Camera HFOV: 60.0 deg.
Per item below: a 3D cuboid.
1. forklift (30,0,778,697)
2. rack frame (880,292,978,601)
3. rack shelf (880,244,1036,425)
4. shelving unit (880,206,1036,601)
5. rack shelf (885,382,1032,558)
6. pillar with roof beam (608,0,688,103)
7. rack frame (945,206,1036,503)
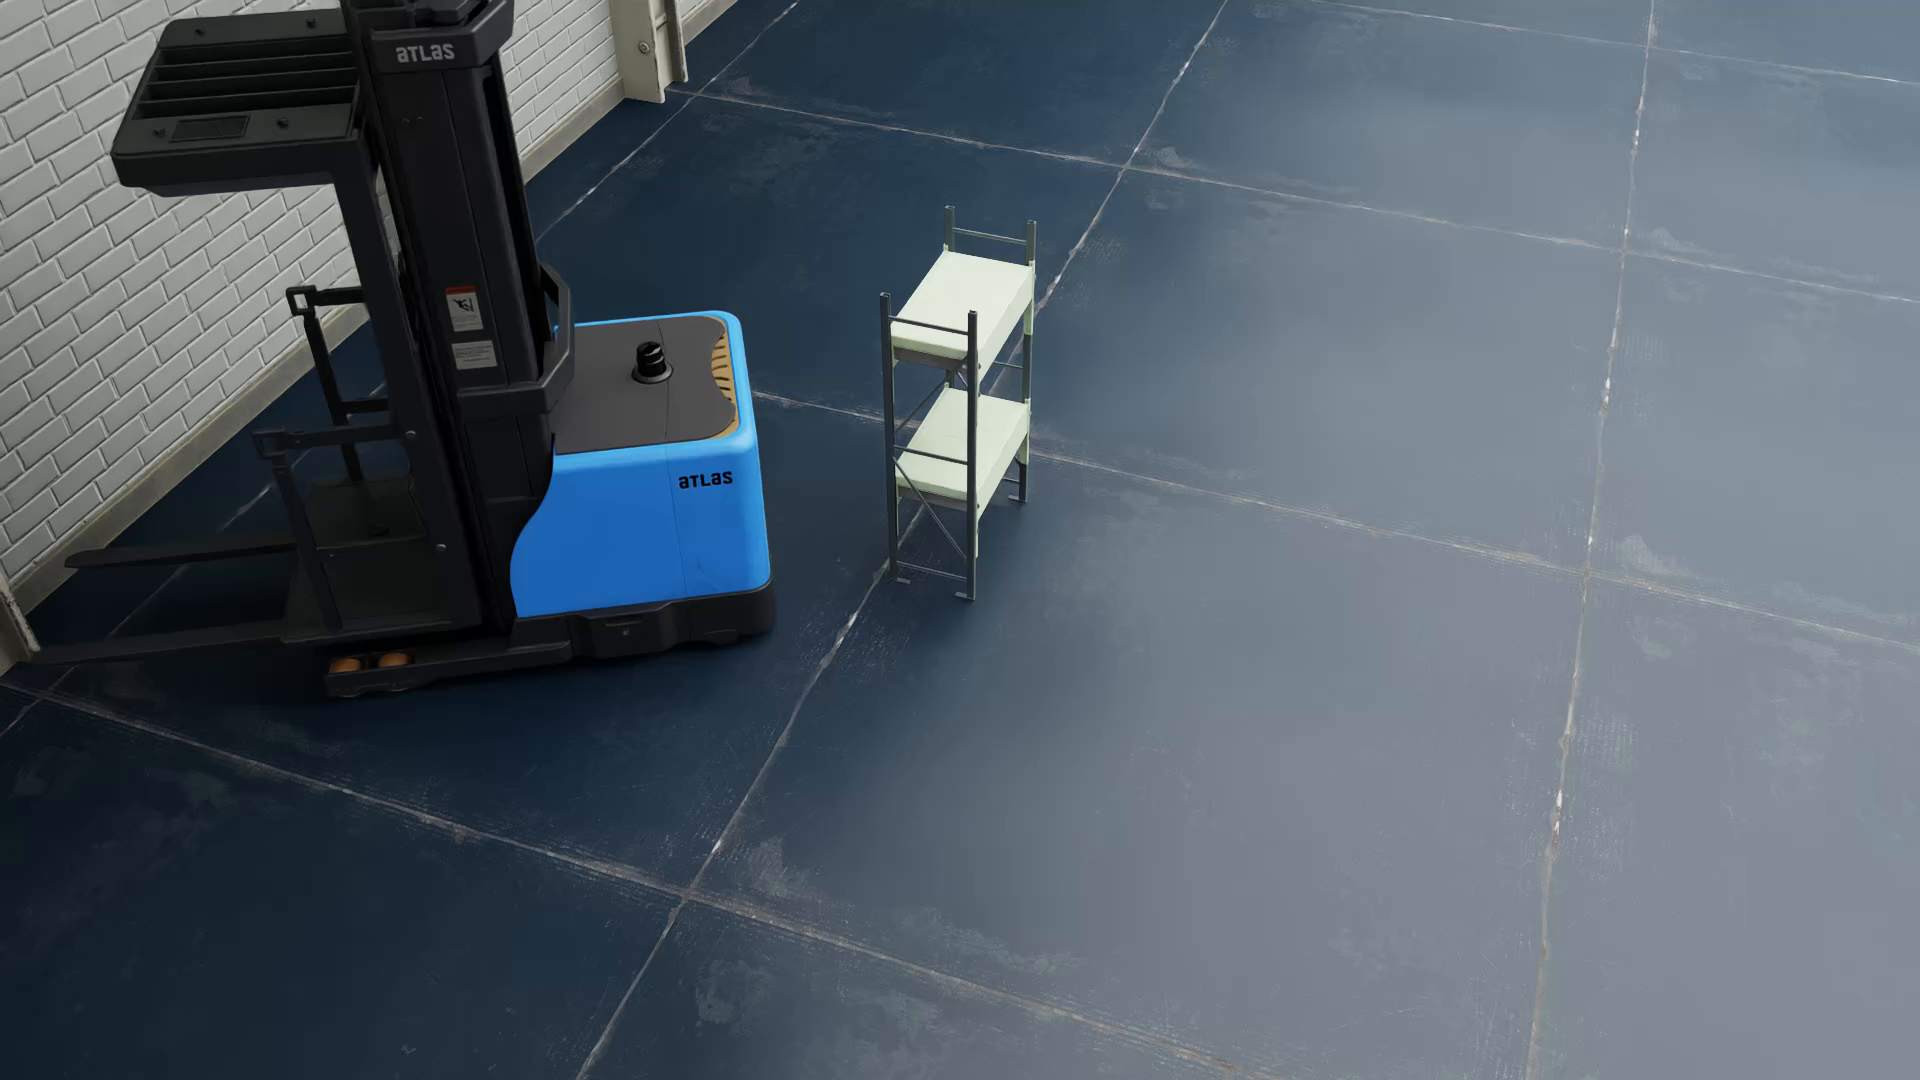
[{"bbox_3d":[-2.357,-0.832,6.420,3.031,2.935,1.130,-7,41,-8],"label":"forklift"},{"bbox_3d":[-0.123,-0.351,6.960,0.400,1.500,0.023,13,42,15],"label":"rack frame"},{"bbox_3d":[0.002,-0.872,6.968,0.431,0.370,0.720,13,42,15],"label":"rack shelf"},{"bbox_3d":[0.002,-0.575,7.222,0.431,1.500,0.755,13,42,15],"label":"shelving unit"},{"bbox_3d":[0.002,-0.327,7.433,0.431,0.370,0.720,13,42,15],"label":"rack shelf"},{"bbox_3d":[1.970,-5.544,7.268,9.100,9.000,0.400,13,42,15],"label":"pillar with roof beam"},{"bbox_3d":[0.127,-0.798,7.483,0.400,1.500,0.023,13,42,15],"label":"rack frame"}]
